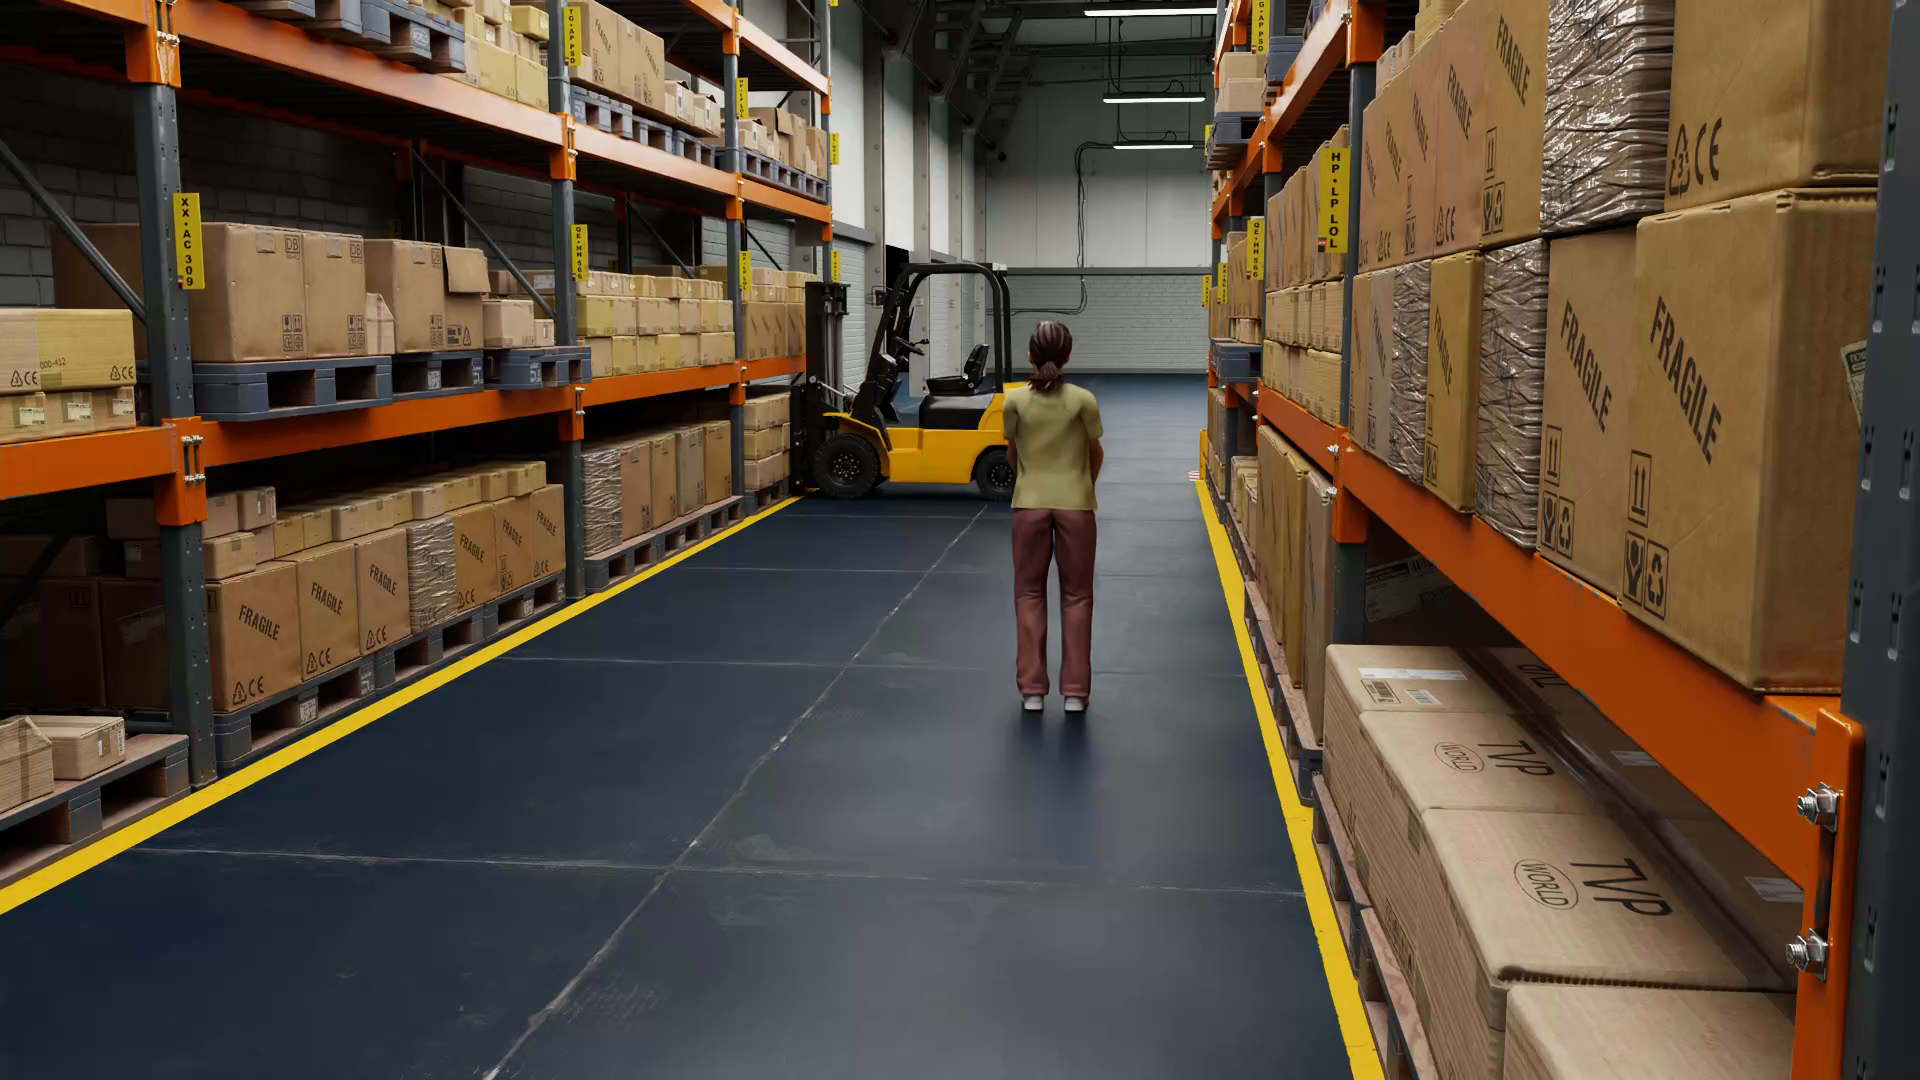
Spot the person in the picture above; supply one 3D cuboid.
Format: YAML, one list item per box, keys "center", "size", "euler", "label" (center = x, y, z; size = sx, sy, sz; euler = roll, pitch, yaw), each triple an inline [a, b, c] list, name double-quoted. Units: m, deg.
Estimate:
- center: [0.399, -0.101, 7.103]
  size: [0.425, 1.662, 0.561]
  euler: [1, 8, 7]
  label: "person"
